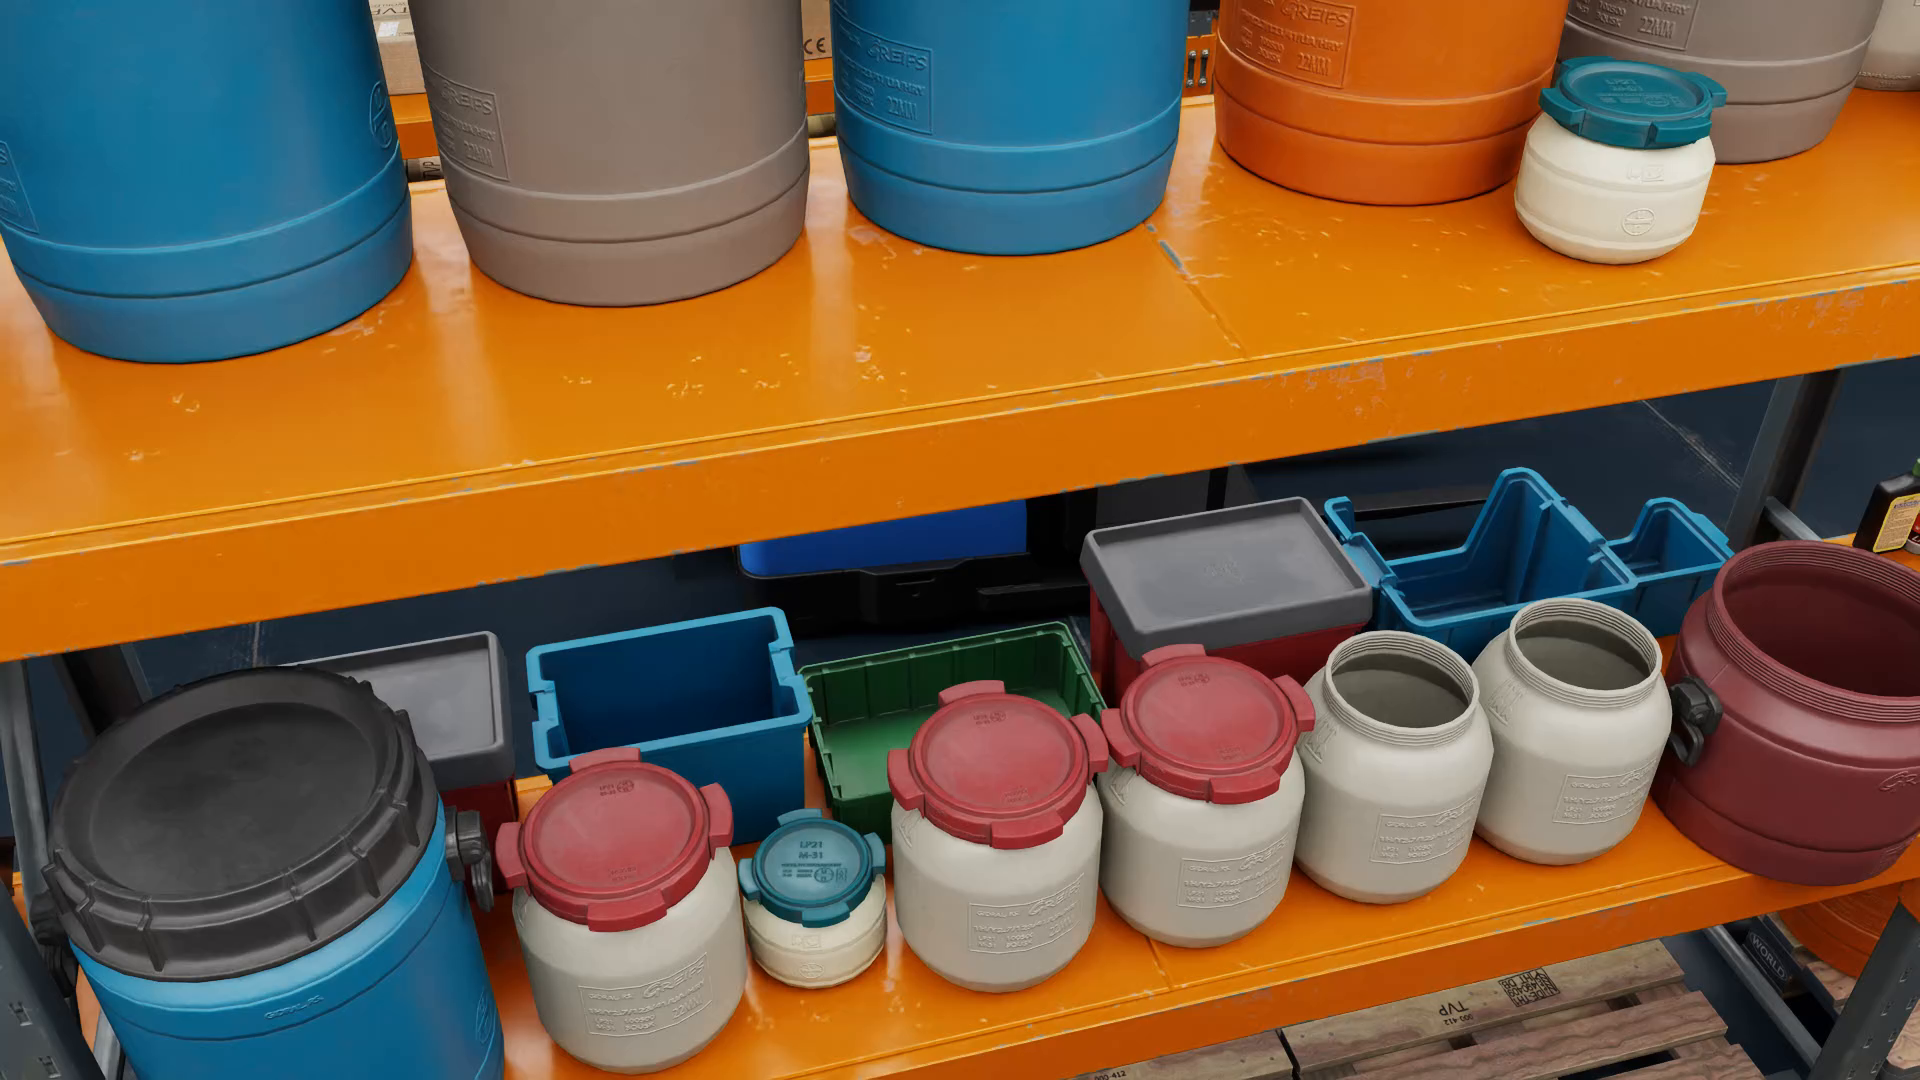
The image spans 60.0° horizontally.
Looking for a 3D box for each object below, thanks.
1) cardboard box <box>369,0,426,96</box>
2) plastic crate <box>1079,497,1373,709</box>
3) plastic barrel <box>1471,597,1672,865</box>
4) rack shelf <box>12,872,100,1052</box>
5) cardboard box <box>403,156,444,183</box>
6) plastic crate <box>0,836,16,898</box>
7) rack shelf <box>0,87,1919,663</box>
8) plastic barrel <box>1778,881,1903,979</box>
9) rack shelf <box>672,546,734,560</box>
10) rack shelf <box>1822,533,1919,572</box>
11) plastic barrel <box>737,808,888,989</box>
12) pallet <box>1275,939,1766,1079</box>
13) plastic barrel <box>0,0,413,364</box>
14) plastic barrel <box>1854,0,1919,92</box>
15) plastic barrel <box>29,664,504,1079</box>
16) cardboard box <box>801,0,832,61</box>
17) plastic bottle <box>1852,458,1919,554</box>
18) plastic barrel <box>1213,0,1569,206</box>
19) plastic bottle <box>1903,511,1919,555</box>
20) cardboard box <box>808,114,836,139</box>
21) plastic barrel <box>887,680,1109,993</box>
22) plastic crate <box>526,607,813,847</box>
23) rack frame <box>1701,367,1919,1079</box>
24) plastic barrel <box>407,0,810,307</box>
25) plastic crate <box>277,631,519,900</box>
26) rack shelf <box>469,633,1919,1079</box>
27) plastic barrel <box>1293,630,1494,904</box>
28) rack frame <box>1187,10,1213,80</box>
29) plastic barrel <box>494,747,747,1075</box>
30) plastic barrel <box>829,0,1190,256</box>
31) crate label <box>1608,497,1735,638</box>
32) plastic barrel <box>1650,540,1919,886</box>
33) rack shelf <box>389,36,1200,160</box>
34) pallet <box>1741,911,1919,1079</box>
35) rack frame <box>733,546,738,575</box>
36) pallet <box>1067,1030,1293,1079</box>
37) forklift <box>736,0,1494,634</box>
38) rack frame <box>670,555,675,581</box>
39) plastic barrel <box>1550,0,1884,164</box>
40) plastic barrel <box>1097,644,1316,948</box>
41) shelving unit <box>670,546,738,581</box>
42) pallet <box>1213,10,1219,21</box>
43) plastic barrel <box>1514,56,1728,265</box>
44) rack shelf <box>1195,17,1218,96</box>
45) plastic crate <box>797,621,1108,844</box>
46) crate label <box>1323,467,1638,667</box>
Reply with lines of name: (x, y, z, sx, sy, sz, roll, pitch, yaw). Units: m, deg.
cardboard box: (-2.439, -2.139, 7.201, 0.500, 0.250, 0.500, -7, 38, -9)
plastic crate: (0.607, 0.228, 3.930, 0.583, 0.464, 0.402, -9, 38, -12)
plastic barrel: (1.309, 0.421, 3.639, 0.421, 0.512, 0.421, 0, 37, 0)
rack shelf: (-3.546, 1.413, 3.026, 4.000, 0.370, 1.077, -9, 38, -12)
cardboard box: (-2.587, -1.625, 7.861, 0.500, 0.311, 0.500, -9, 38, -12)
plastic crate: (-2.154, 0.844, 3.229, 0.504, 0.338, 0.767, -9, 38, -12)
rack shelf: (0.316, -0.412, 2.942, 4.000, 0.370, 1.077, -9, 38, -12)
plastic barrel: (2.714, 0.785, 4.696, 0.708, 0.830, 0.600, -9, 38, -12)
rack shelf: (-1.018, -0.099, 6.490, 0.240, 0.259, 0.215, -5, 38, -7)
rack shelf: (4.177, 0.146, 4.682, 4.000, 0.370, 1.077, -9, 38, -12)
plastic barrel: (-0.297, 0.746, 3.420, 0.301, 0.262, 0.301, 0, 37, 0)
pallet: (1.489, 1.385, 4.766, 1.213, 0.211, 1.003, -9, 38, -12)
plastic barrel: (-1.181, -0.787, 2.429, 0.708, 0.901, 0.600, -9, 38, -12)
plastic barrel: (1.867, -1.189, 3.275, 0.421, 0.512, 0.421, 0, 37, 0)
plastic barrel: (-1.163, 0.728, 2.916, 0.708, 0.901, 0.600, -9, 38, -12)
cardboard box: (-0.657, -2.493, 7.458, 0.500, 0.500, 0.500, -11, 39, -14)
plastic bottle: (2.526, -0.091, 4.496, 0.133, 0.283, 0.061, -9, 38, -12)
plastic barrel: (0.766, -1.078, 2.868, 0.708, 0.830, 0.600, -9, 38, -12)
plastic bottle: (2.642, -0.066, 4.531, 0.097, 0.201, 0.097, 0, 37, 0)
cardboard box: (-0.621, -1.948, 8.283, 0.500, 0.311, 0.500, -10, 39, -13)
plastic barrel: (0.074, 0.618, 3.362, 0.433, 0.535, 0.433, 0, 37, 0)
plastic crate: (-0.631, 0.460, 3.693, 0.575, 0.384, 0.392, -9, 38, -12)
rack frame: (2.247, 0.177, 4.049, 0.127, 3.000, 1.000, -9, 38, -12)
plastic barrel: (-0.549, -0.891, 2.565, 0.600, 0.901, 0.600, 0, 37, 0)
plastic crate: (-1.227, 0.529, 3.537, 0.583, 0.464, 0.402, -9, 38, -12)
rack shelf: (0.316, 0.780, 3.854, 4.000, 0.370, 1.077, -9, 38, -12)
plastic barrel: (0.902, 0.488, 3.551, 0.421, 0.512, 0.421, 0, 37, 0)
rack frame: (0.959, -2.729, 7.848, 0.127, 3.000, 1.000, -9, 38, -12)
plastic barrel: (-0.634, 0.734, 3.210, 0.433, 0.535, 0.433, 0, 37, 0)
plastic barrel: (0.082, -0.995, 2.700, 0.708, 0.901, 0.600, -9, 38, -12)
crate label: (1.742, 0.091, 4.300, 0.416, 0.233, 0.303, -9, 38, -12)
plastic barrel: (1.878, 0.374, 3.680, 0.708, 0.536, 0.600, -9, 38, -12)
rack shelf: (-0.972, -2.126, 7.653, 4.000, 0.370, 1.077, -9, 38, -12)
pallet: (2.997, 1.136, 5.092, 1.213, 0.211, 1.003, -9, 38, -12)
rack frame: (-0.897, -0.340, 6.330, 0.008, 1.050, 0.200, -5, 38, -7)
pallet: (0.313, 1.576, 4.516, 1.213, 0.211, 1.003, -9, 38, -12)
forklift: (0.615, -1.222, 5.935, 3.031, 2.935, 1.130, -5, 38, -7)
rack frame: (-1.138, -0.317, 6.300, 0.008, 1.050, 0.200, -5, 38, -7)
plastic barrel: (1.397, -1.210, 2.982, 0.600, 0.901, 0.600, 0, 37, 0)
plastic barrel: (0.492, 0.549, 3.451, 0.433, 0.535, 0.433, 0, 37, 0)
shelving unit: (-1.018, -0.328, 6.315, 0.252, 1.050, 0.215, -5, 38, -7)
pallet: (1.595, -2.801, 8.101, 1.003, 0.211, 1.213, -9, 38, -12)
plastic barrel: (1.080, -0.621, 2.738, 0.301, 0.262, 0.301, 0, 37, 0)
rack shelf: (2.890, -2.760, 8.481, 4.000, 0.370, 1.077, -9, 38, -12)
plastic crate: (-0.007, 0.454, 3.863, 0.662, 0.188, 0.450, -9, 38, -12)
crate label: (1.217, 0.162, 4.040, 0.616, 0.435, 0.502, -9, 38, -12)
